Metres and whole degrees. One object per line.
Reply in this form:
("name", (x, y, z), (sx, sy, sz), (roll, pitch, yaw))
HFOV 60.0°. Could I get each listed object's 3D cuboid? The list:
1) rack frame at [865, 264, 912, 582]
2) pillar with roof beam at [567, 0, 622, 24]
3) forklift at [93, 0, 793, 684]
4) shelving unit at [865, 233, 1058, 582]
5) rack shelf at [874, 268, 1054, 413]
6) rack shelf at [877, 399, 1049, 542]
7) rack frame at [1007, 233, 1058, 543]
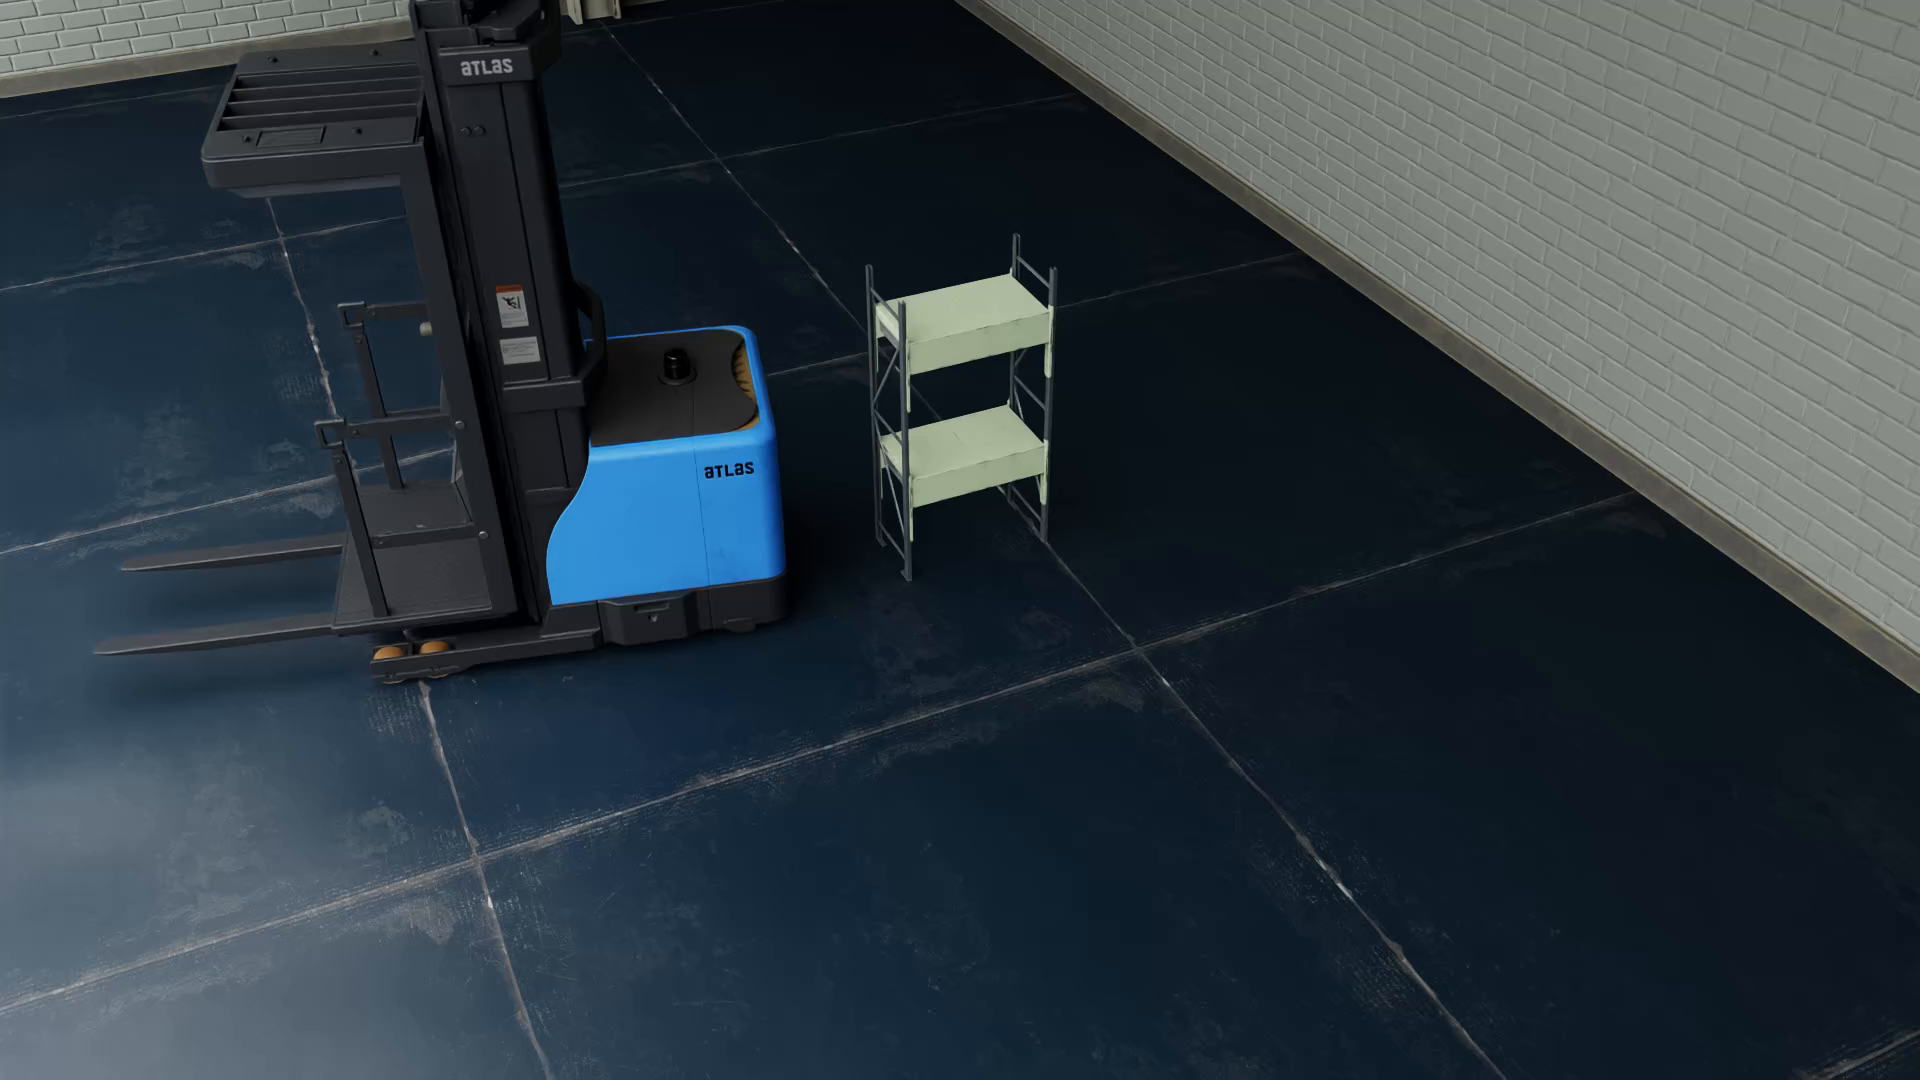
("rack frame", (-0.325, -0.511, 7.681), (0.023, 1.500, 0.400), (-16, 39, -20))
("pillar with roof beam", (-1.322, -5.819, 8.542), (0.400, 9.000, 9.100), (-16, 39, -20))
("forklift", (-2.346, -0.883, 6.980), (3.031, 2.935, 1.130), (-7, 37, -9))
("shelving unit", (0.006, -0.604, 7.805), (0.755, 1.500, 0.431), (-16, 39, -20))
("rack shelf", (0.006, -0.918, 7.573), (0.720, 0.370, 0.431), (-16, 39, -20))
("rack shelf", (0.006, -0.342, 8.000), (0.720, 0.370, 0.431), (-16, 39, -20))
("rack frame", (0.337, -0.697, 7.930), (0.023, 1.500, 0.400), (-16, 39, -20))
